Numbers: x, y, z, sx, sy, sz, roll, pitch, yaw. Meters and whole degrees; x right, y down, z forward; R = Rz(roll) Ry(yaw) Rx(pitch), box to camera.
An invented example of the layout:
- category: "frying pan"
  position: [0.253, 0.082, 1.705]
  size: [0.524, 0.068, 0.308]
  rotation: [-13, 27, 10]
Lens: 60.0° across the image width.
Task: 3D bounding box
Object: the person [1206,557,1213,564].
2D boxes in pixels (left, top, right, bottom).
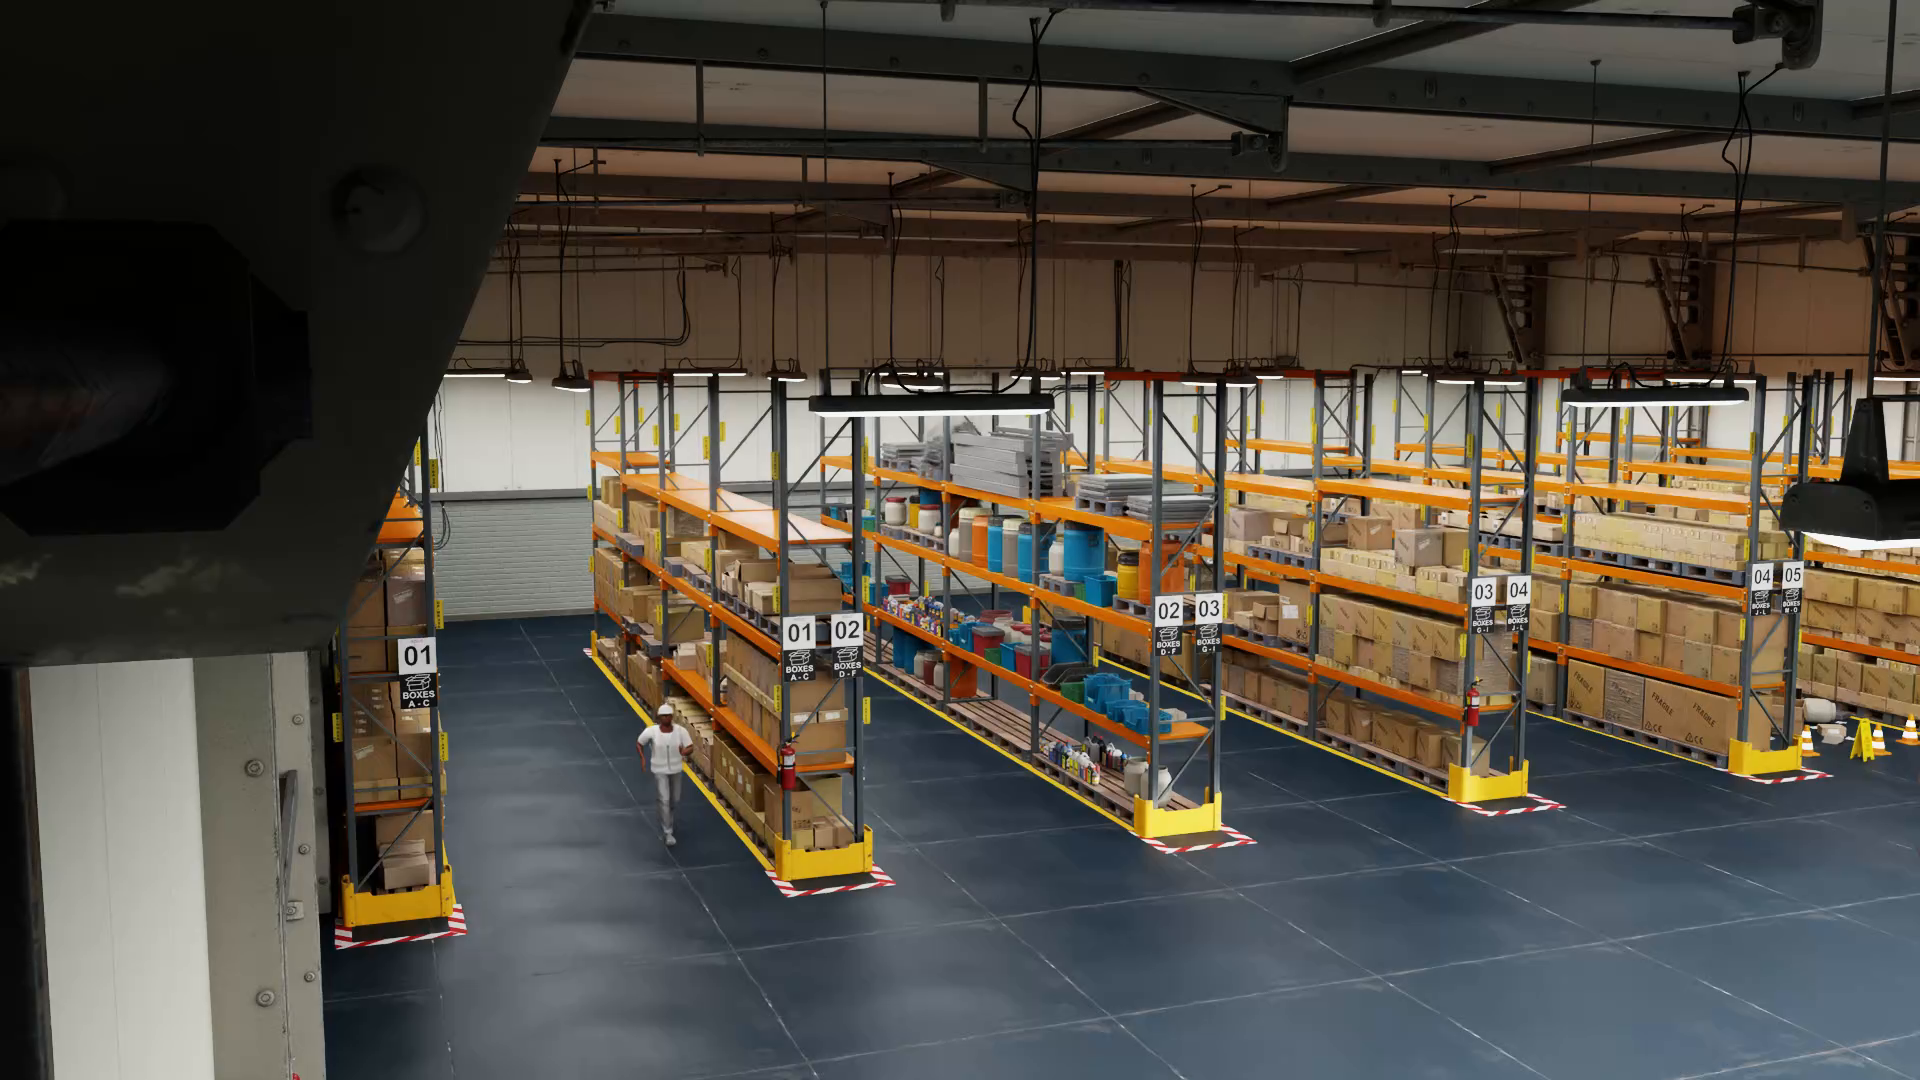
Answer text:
- category: "person"
  position: [6.221, 0.899, 41.516]
  size: [0.765, 1.620, 0.740]
  rotation: [0, 6, -1]

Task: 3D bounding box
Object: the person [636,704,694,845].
- category: "person"
  position: [-3.825, 3.011, 21.716]
  size: [0.706, 1.747, 0.990]
  rotation: [-3, 7, -23]
